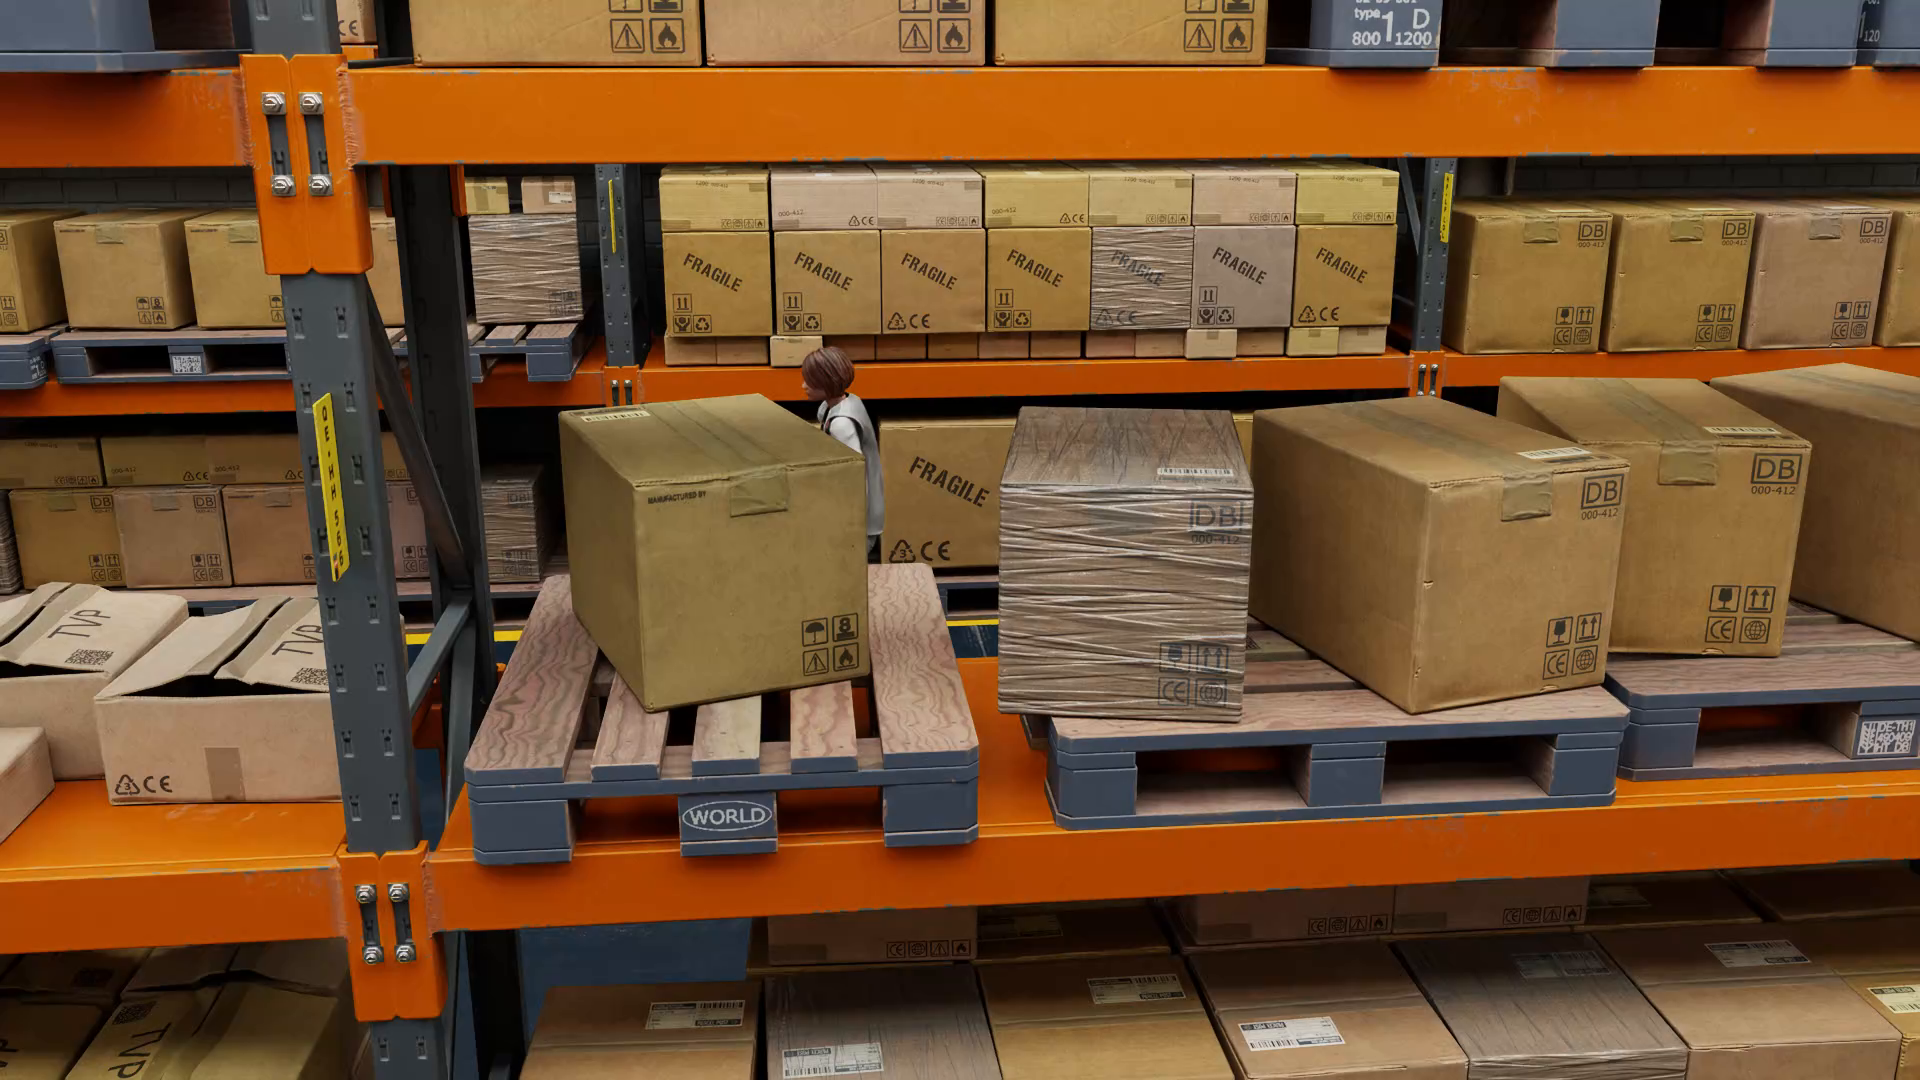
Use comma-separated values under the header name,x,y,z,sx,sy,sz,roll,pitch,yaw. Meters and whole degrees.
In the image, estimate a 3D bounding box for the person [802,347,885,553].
name,x,y,z,sx,sy,sz,roll,pitch,yaw
person,-0.518,-0.058,7.248,0.370,1.594,0.485,-3,17,-8
